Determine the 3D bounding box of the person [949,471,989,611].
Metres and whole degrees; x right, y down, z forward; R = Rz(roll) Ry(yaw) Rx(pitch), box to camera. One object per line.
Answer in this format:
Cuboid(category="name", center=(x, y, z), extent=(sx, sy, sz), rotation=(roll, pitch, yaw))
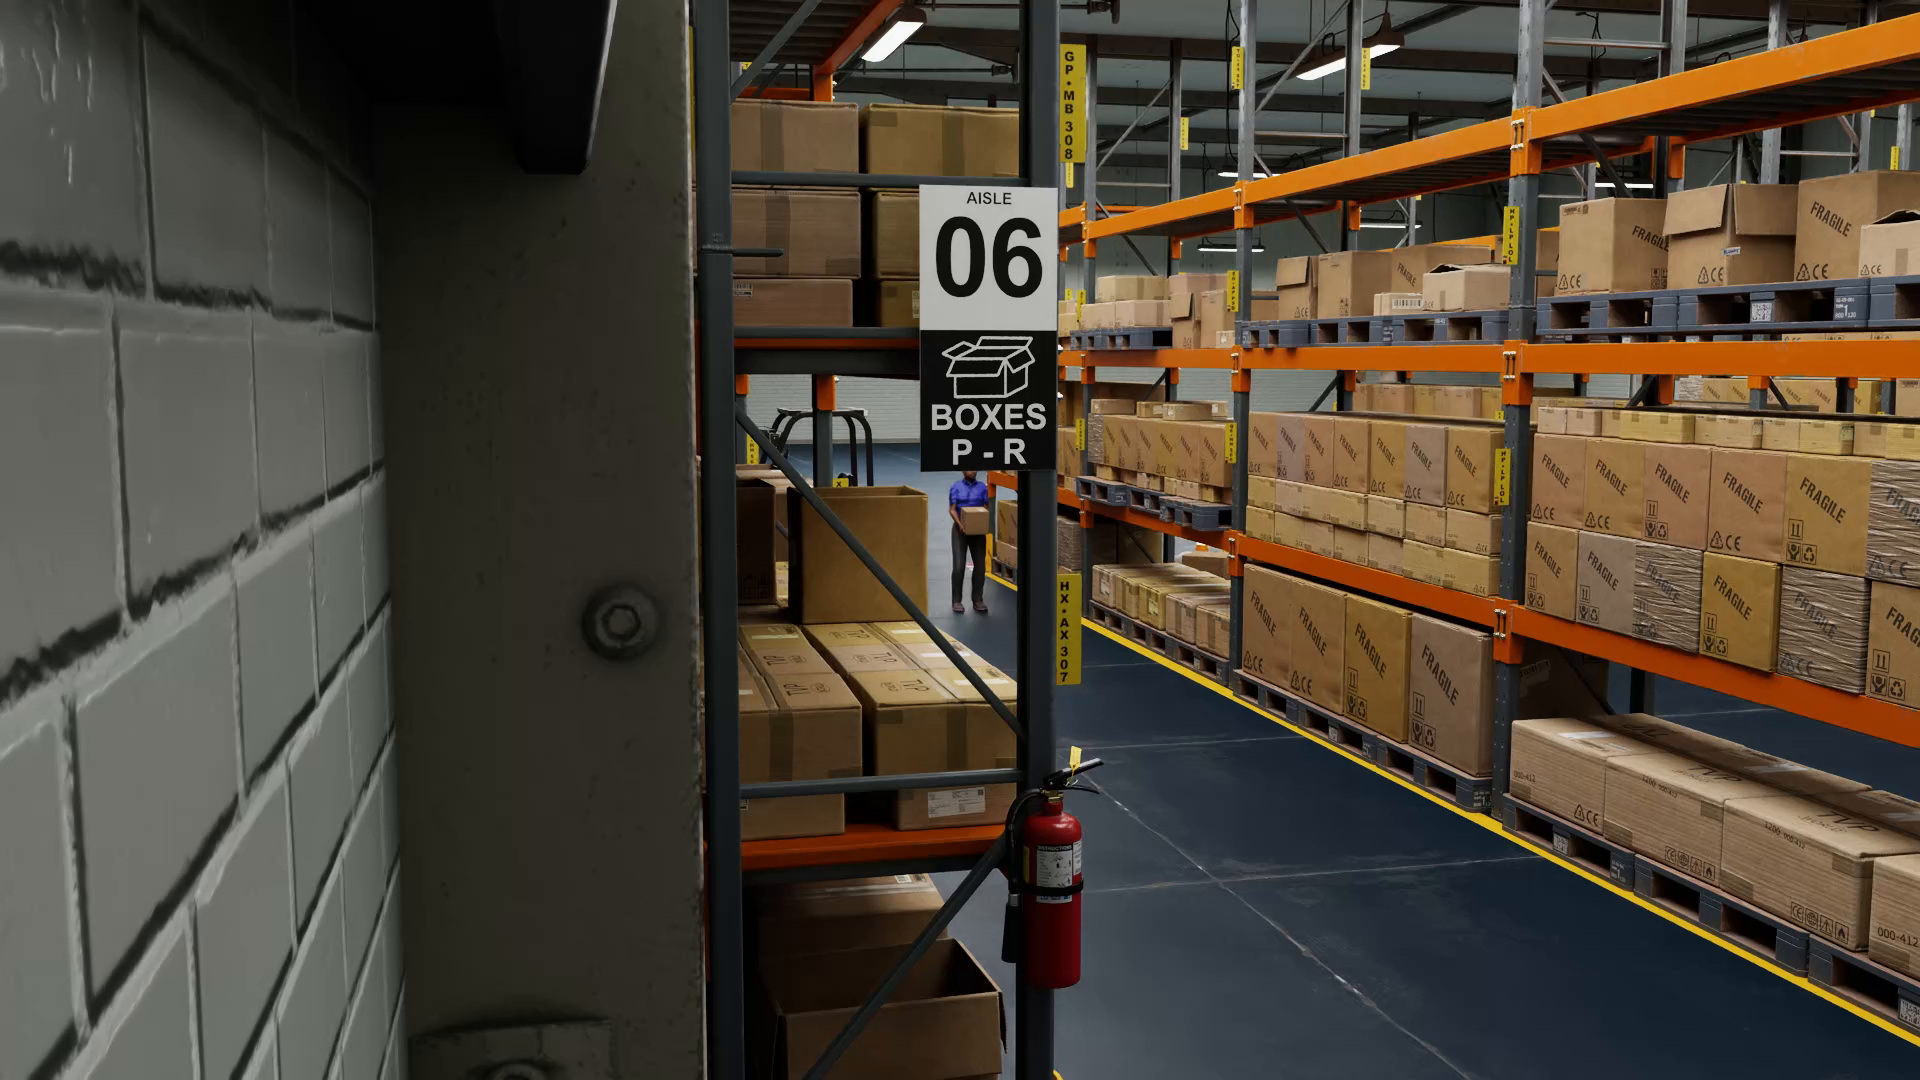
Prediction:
Cuboid(category="person", center=(0.112, -0.052, 17.982), extent=(0.451, 1.649, 0.514), rotation=(-1, 6, -13))
